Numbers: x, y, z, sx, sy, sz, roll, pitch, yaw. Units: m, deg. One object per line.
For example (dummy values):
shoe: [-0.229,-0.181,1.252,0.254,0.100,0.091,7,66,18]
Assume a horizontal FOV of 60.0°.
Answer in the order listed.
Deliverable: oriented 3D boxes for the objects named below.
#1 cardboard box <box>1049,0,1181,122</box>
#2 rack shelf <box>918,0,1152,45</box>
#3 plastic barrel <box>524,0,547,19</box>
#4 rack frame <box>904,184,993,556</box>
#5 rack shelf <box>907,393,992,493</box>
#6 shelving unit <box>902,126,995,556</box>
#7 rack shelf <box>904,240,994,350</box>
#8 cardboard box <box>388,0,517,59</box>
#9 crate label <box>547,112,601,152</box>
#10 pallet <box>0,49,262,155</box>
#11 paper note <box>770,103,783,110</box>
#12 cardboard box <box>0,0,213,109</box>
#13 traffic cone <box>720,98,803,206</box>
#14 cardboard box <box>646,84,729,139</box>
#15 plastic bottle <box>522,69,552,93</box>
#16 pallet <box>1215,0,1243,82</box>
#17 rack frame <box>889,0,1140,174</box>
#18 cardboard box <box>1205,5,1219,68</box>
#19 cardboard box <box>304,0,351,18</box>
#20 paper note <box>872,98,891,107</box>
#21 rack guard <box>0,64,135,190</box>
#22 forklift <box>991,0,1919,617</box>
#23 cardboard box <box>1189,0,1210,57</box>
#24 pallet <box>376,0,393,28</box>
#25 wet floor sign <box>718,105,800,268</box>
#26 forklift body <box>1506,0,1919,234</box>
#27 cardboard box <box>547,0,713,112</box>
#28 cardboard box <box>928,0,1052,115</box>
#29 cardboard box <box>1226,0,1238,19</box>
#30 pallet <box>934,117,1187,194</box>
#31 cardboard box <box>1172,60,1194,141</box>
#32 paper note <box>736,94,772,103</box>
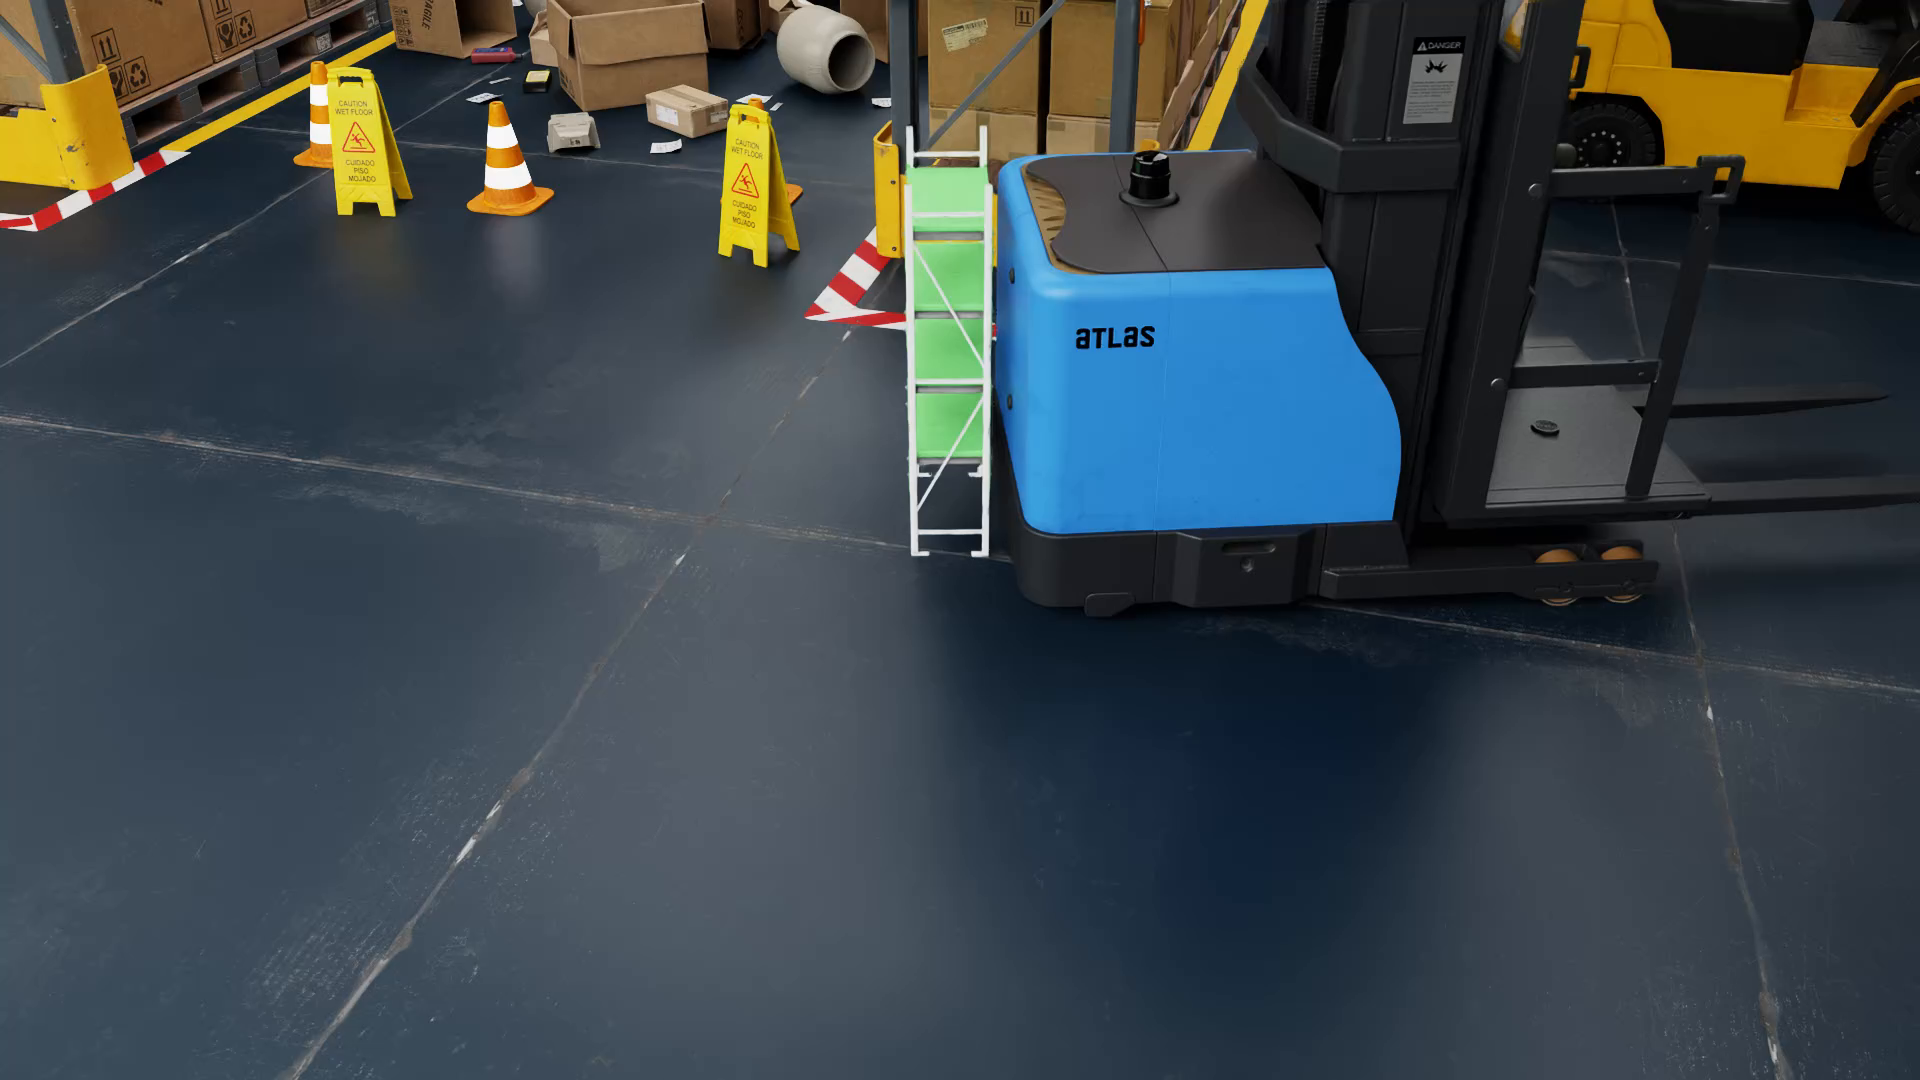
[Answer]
cardboard box: [0.692,-2.193,7.376,0.500,0.500,0.500,7,33,11]
rack shelf: [0.721,-3.201,8.159,1.077,0.370,4.000,8,33,12]
plastic barrel: [-2.389,-3.279,10.013,0.421,0.421,0.512,-21,38,-29]
rack frame: [-0.031,-0.461,4.857,0.240,1.200,0.015,-1,32,-1]
rack shelf: [-0.036,-0.335,5.226,0.258,0.148,0.480,-1,32,-1]
shelving unit: [-0.036,-0.592,5.063,0.258,1.200,0.503,-1,32,-1]
rack shelf: [-0.036,-0.741,4.968,0.258,0.148,0.480,-1,32,-1]
cardboard box: [-2.986,-3.164,9.759,0.500,0.500,0.500,14,35,21]
crate label: [-1.945,-2.048,8.344,0.250,0.136,0.298,-8,33,-13]
pallet: [-4.472,-2.337,8.729,1.003,0.211,1.213,8,33,12]
paper note: [-0.980,-2.316,8.883,0.032,0.001,0.123,8,33,12]
cardboard box: [-4.492,-2.729,8.336,0.875,0.875,0.875,8,33,13]
traffic cone: [-0.925,-1.795,7.642,0.336,0.463,0.334,8,33,12]
cardboard box: [-1.408,-2.218,8.600,0.380,0.149,0.250,28,42,36]
plastic bottle: [-2.334,-2.546,9.198,0.133,0.061,0.283,-3,33,-4]
pallet: [1.093,-3.012,9.791,1.003,0.211,1.213,8,33,12]
rack frame: [0.214,-2.466,6.334,1.000,3.000,0.127,8,33,12]
cardboard box: [1.080,-2.675,8.833,0.500,0.250,0.500,9,33,13]
cardboard box: [-4.037,-3.659,9.799,0.875,0.875,0.875,8,33,13]
paper note: [-0.399,-2.359,8.933,0.142,0.019,0.148,-3,33,-4]
rack guard: [-4.606,-2.021,7.962,1.175,0.500,0.348,8,33,12]
forklift: [1.648,-1.323,4.599,3.031,2.935,1.130,-3,33,-4]
cardboard box: [0.955,-2.724,8.212,0.500,0.500,0.500,9,33,13]
pallet: [-3.853,-3.603,10.721,1.003,0.211,1.213,8,33,12]
wet floor sign: [-0.869,-1.520,7.039,0.267,0.644,0.232,20,38,29]
forklift body: [3.733,-2.667,7.440,2.313,2.155,1.214,8,33,12]
cardboard box: [-1.789,-2.669,8.979,0.797,0.503,0.637,-14,35,-21]
cardboard box: [0.165,-2.251,7.467,0.500,0.500,0.500,8,33,13]
cardboard box: [1.339,-3.216,9.684,0.500,0.250,0.500,10,34,15]
pallet: [0.474,-1.746,7.799,1.003,0.211,1.213,8,33,12]
cardboard box: [0.823,-2.128,7.973,0.500,0.250,0.500,9,34,14]
paper note: [-1.111,-2.390,8.992,0.148,0.019,0.142,20,38,29]
